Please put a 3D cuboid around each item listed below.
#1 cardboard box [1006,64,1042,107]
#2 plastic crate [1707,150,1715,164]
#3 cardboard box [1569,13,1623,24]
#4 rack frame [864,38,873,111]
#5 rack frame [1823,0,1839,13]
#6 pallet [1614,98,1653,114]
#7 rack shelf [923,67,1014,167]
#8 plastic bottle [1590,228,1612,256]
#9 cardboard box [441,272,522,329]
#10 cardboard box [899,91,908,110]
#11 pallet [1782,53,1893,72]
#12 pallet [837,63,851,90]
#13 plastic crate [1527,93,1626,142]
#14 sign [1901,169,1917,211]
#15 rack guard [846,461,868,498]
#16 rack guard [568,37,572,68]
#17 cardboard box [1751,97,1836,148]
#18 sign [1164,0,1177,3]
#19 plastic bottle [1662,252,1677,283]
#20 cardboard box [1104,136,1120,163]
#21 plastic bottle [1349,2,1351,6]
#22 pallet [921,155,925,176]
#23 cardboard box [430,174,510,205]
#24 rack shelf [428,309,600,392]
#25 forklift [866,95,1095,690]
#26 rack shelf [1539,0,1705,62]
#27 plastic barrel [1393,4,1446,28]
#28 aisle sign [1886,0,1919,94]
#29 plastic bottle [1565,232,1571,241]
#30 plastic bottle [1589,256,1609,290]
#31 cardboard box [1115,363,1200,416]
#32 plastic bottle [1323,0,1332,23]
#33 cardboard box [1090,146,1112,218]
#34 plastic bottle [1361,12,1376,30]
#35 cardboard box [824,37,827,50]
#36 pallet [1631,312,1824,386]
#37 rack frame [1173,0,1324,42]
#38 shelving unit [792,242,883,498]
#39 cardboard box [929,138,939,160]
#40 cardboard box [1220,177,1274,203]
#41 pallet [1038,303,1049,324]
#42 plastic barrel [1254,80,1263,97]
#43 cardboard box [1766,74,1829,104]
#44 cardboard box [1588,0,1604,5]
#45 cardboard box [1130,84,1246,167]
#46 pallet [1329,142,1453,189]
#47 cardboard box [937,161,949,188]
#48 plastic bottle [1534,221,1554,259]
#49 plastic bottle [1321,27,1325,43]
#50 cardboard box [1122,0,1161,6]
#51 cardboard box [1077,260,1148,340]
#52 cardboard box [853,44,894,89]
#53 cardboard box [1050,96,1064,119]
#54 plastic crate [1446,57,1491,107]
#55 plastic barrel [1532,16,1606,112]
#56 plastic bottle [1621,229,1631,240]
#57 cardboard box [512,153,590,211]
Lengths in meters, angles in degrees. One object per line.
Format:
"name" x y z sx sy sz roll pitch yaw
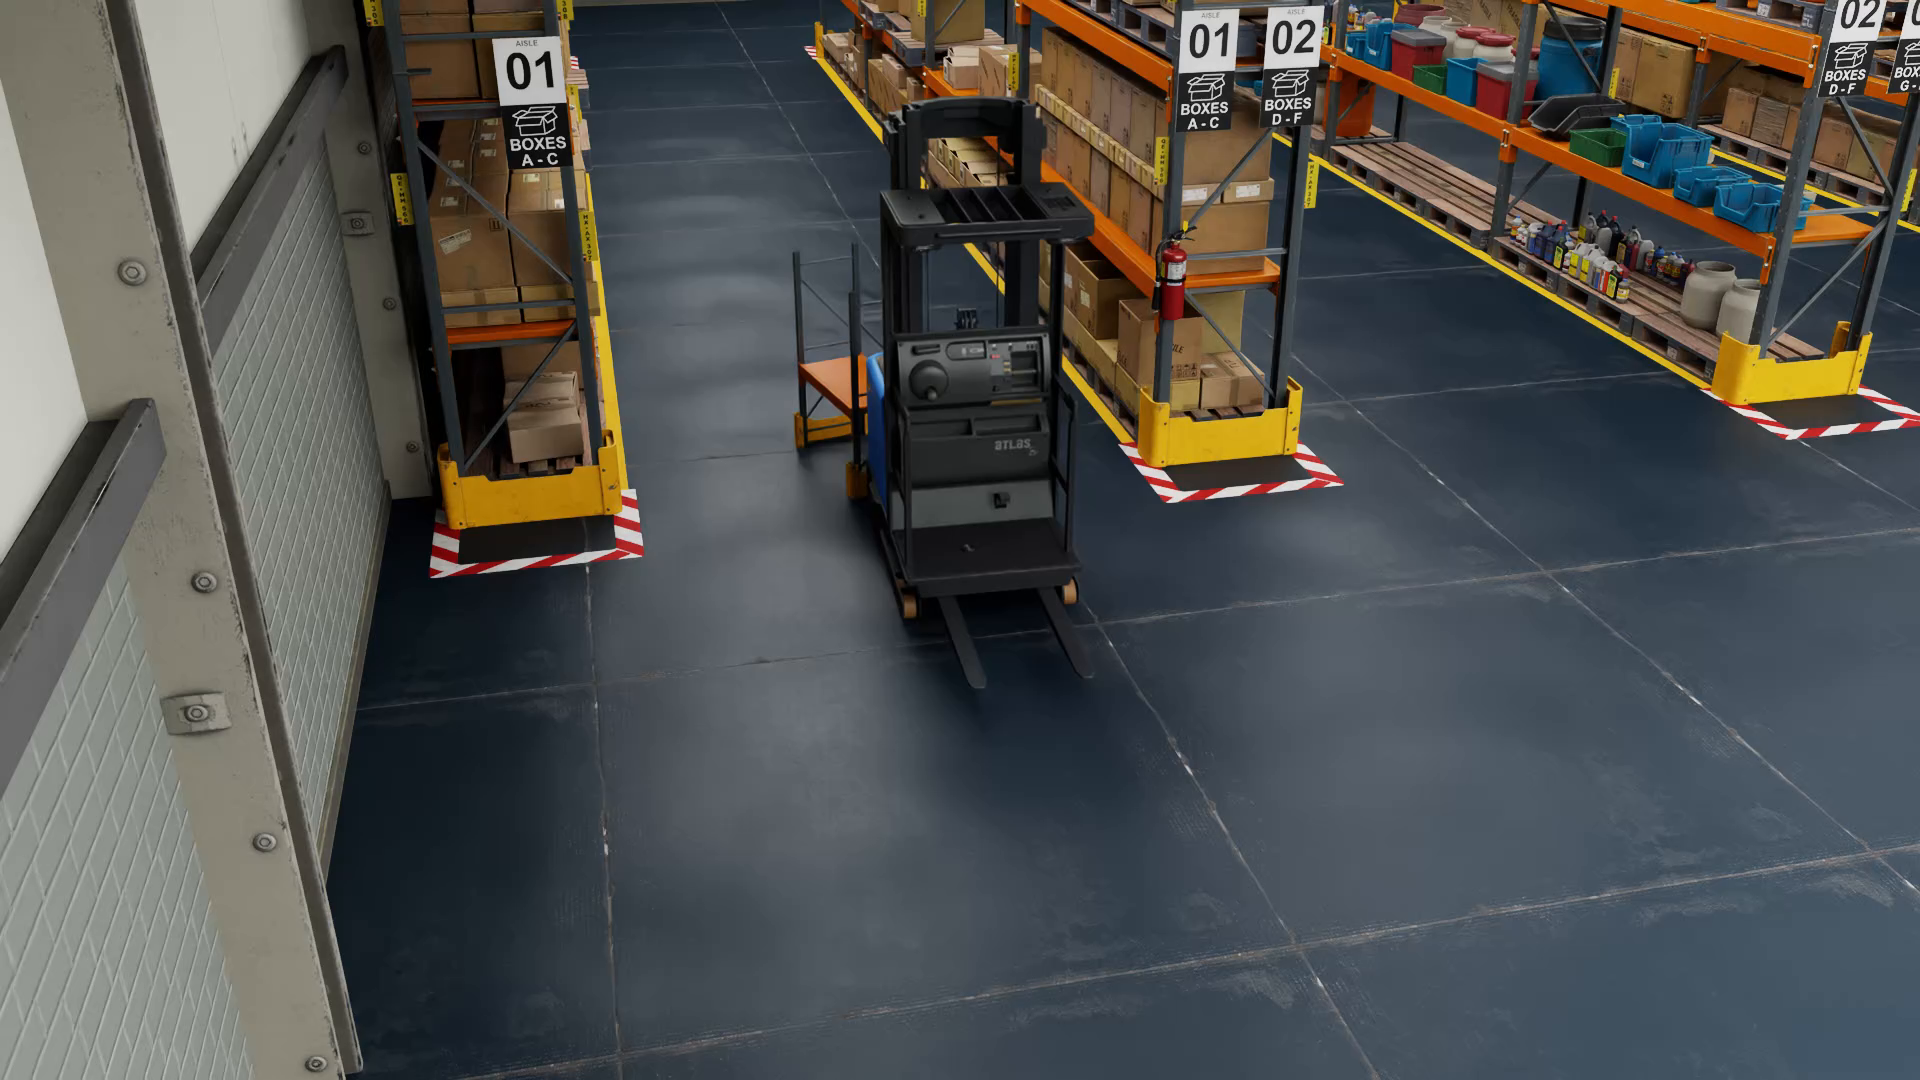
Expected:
"cardboard box" 0.734 -4.380 16.335 0.500 0.500 0.500 -4 27 -8
"plastic crate" 6.449 -3.462 14.919 0.530 0.136 0.437 -6 27 -12
"cardboard box" 9.225 -6.850 23.230 1.225 0.875 0.875 -7 28 -13
"rack frame" -0.793 -7.278 22.186 1.000 3.000 0.127 -6 27 -12
"rack frame" 6.738 -5.189 11.391 1.000 3.000 0.127 -6 27 -12
"pallet" 9.385 -6.169 23.085 1.003 0.211 1.213 -6 27 -12
"rack shelf" 0.559 -4.322 17.130 1.077 0.370 4.000 -6 27 -12
"plastic bottle" 6.167 -2.884 16.015 0.152 0.276 0.135 -6 27 -12
"cardboard box" -3.208 -1.632 11.146 0.500 0.250 0.500 -6 27 -11
"cardboard box" -0.447 -5.216 20.388 0.500 0.500 0.500 -7 28 -13
"pallet" 10.247 -5.575 19.027 1.003 0.211 1.213 -6 27 -12
"pallet" -1.225 -6.871 24.475 1.003 0.211 1.213 -6 27 -12
"plastic crate" 5.831 -3.997 15.754 0.767 0.338 0.504 -6 27 -12
"sign" 7.275 -2.688 12.787 0.100 0.325 0.005 -6 27 -12
"rack guard" -0.521 -0.476 11.761 0.587 0.250 0.087 -13 29 -23
"rack guard" -6.525 -7.424 25.249 1.175 0.500 0.348 -6 27 -12
"cardboard box" 10.069 -5.072 20.102 0.700 0.500 0.500 -8 28 -16
"sign" 1.380 -3.660 10.794 0.100 0.325 0.005 -6 27 -12
"plastic bottle" 6.533 -2.511 15.283 0.097 0.271 0.097 0 27 0
"cardboard box" 1.346 -3.060 13.000 0.380 0.149 0.250 -5 27 -10
"plastic bottle" 4.937 -6.706 21.182 0.061 0.283 0.133 -6 27 -12
"pallet" -0.023 -4.608 19.992 1.003 0.211 1.213 -6 27 -12
"cardboard box" -3.331 -2.189 11.416 0.500 0.500 0.500 -6 27 -11
"rack shelf" -3.365 -2.062 12.651 1.077 0.370 4.000 -6 27 -12
"forklift" 0.127 -1.001 9.827 1.130 2.935 3.031 -5 27 -9
"rack shelf" 9.310 -7.083 22.598 1.077 0.370 4.000 -6 27 -12
"plastic barrel" 5.335 -5.911 19.327 0.600 0.536 0.708 -6 27 -12
"aisle sign" 7.040 -3.670 12.153 0.394 0.787 0.004 -6 27 -12
"plastic bottle" 5.765 -2.797 15.850 0.097 0.271 0.097 0 27 0
"plastic bottle" 5.836 -2.427 15.111 0.152 0.276 0.135 -7 28 -13
"cardboard box" 1.503 -1.175 12.681 0.500 0.250 0.500 -6 27 -12
"plastic bottle" 4.690 -6.829 21.351 0.144 0.351 0.185 -6 27 -12
"cardboard box" 1.467 -2.940 13.481 0.700 0.500 0.500 -5 27 -10
"plastic bottle" 5.048 -6.393 20.572 0.152 0.276 0.135 -6 27 -12
"cardboard box" -1.879 -7.637 25.554 0.380 0.166 0.250 -6 27 -12
"pallet" 6.497 -1.652 14.135 1.003 0.211 1.213 -6 27 -12
"rack frame" 1.911 -4.688 10.397 1.000 3.000 0.127 -6 27 -12
"shelving unit" -0.743 -1.234 11.878 0.587 1.500 1.083 -13 29 -23
"cardboard box" -0.060 -4.472 18.591 0.500 0.311 0.500 -5 27 -10
"cardboard box" 2.033 -2.538 11.965 0.380 0.149 0.250 -6 27 -12
"pallet" 1.148 -2.167 15.156 1.003 0.211 1.213 -6 27 -12
"plastic barrel" 4.299 -6.478 22.465 0.600 0.901 0.708 -6 27 -12
"cardboard box" 10.070 -5.418 19.956 0.500 0.250 0.500 -3 27 -6
"cardboard box" 8.946 -7.659 22.831 0.500 0.500 0.500 -7 28 -13
"cardboard box" 1.683 -3.093 12.345 0.700 0.500 0.500 -7 28 -13
"pallet" 5.072 -4.434 19.647 1.003 0.211 1.213 -6 27 -12
"cardboard box" 0.054 -4.001 18.280 0.500 0.250 0.500 -7 28 -13
"plastic bottle" 5.614 -2.884 15.934 0.144 0.351 0.185 -5 27 -10
"plastic bottle" 4.420 -6.121 20.115 0.097 0.201 0.097 0 27 0
"cardboard box" 1.395 -4.010 11.929 0.500 0.250 0.500 -6 27 -12
"cardboard box" 1.261 -1.947 13.378 0.500 0.500 0.500 -6 27 -12
"cardboard box" -1.198 -6.579 23.089 0.500 0.500 0.500 -6 27 -12
"cardboard box" 0.998 -3.739 14.344 0.380 0.149 0.250 -7 28 -13
"plastic crate" 5.285 -4.712 17.122 0.392 0.384 0.575 -6 27 -12
"plastic barrel" 6.045 -4.691 16.505 0.600 0.901 0.708 -6 27 -12
"plastic bottle" 6.383 -2.846 15.932 0.061 0.283 0.133 -4 27 -8
"cardboard box" -2.941 -2.467 11.968 0.500 0.500 0.500 -7 28 -13
